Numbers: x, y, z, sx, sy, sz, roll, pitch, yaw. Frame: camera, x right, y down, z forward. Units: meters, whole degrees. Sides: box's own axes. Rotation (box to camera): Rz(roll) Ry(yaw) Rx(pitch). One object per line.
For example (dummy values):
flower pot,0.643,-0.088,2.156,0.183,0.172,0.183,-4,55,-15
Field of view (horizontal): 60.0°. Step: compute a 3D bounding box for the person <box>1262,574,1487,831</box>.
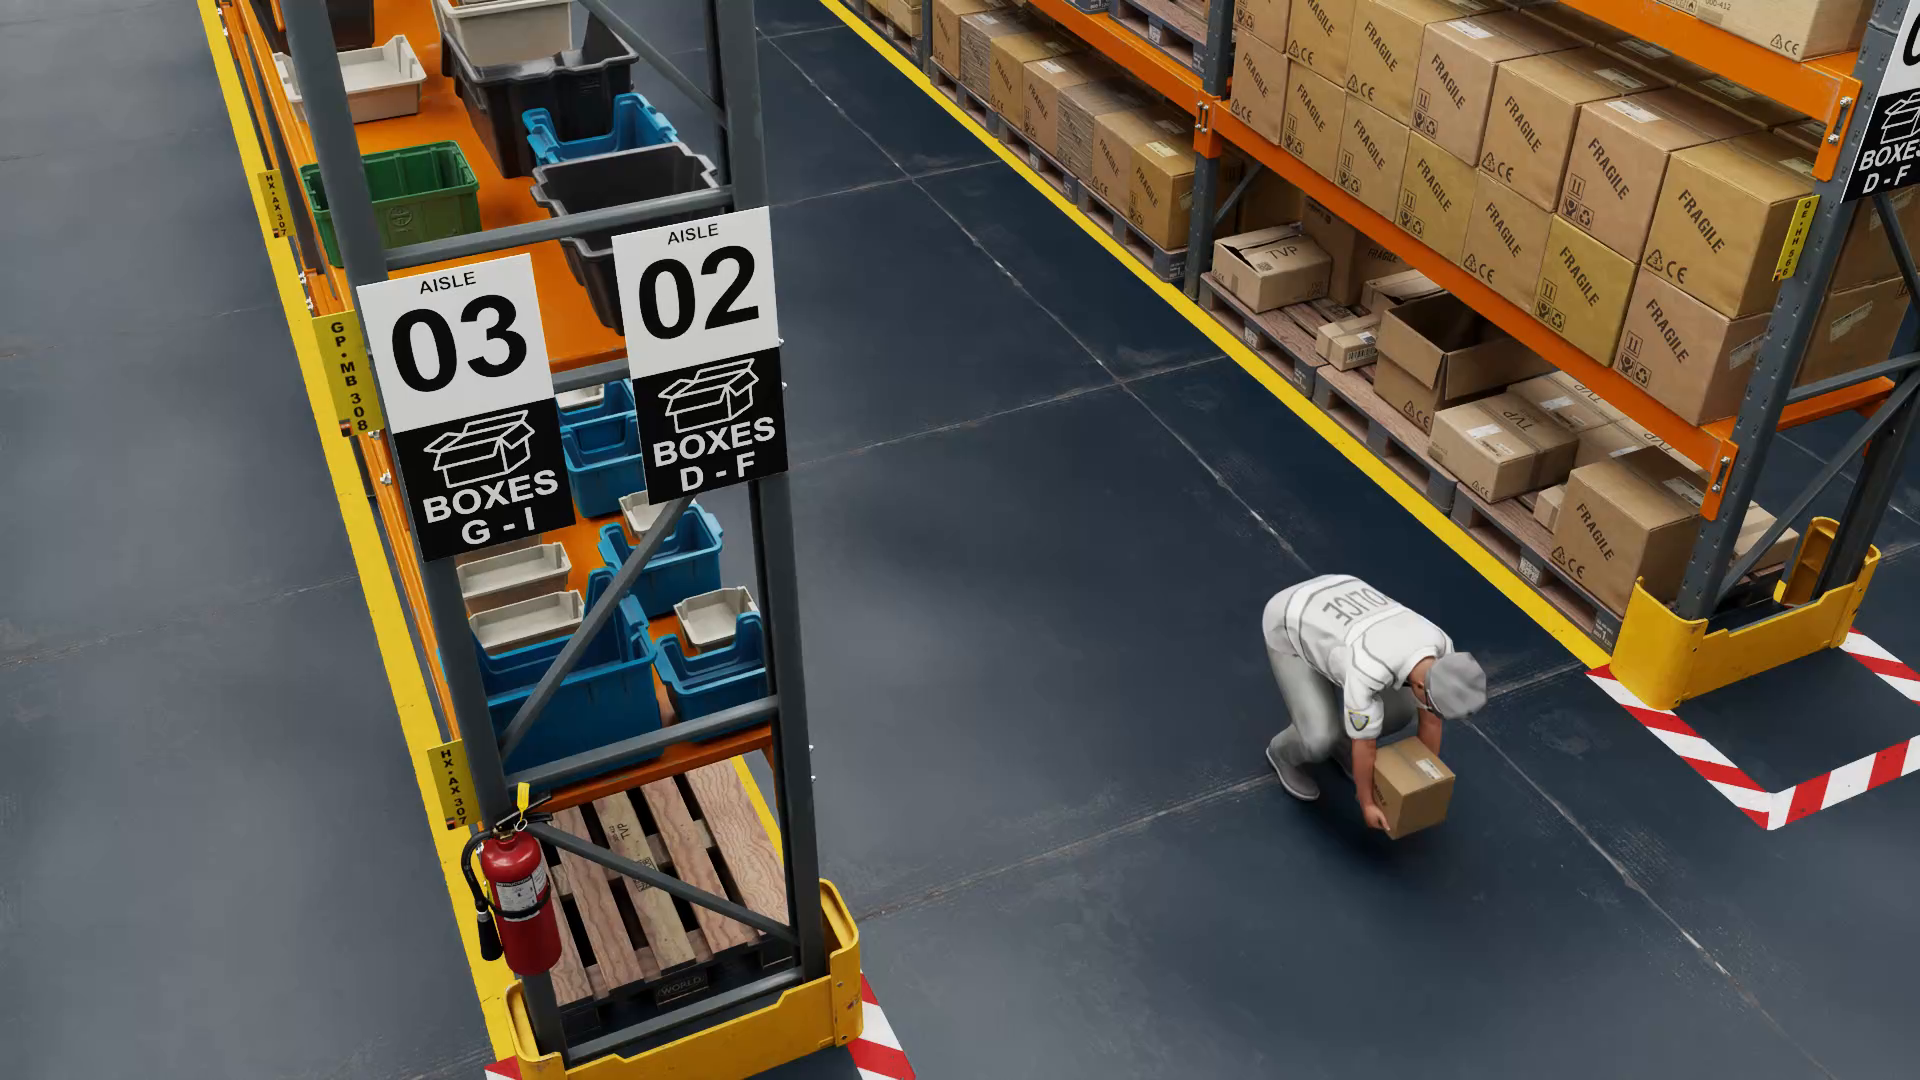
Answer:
person,1.599,0.648,6.598,0.529,1.025,1.019,-17,40,-22
